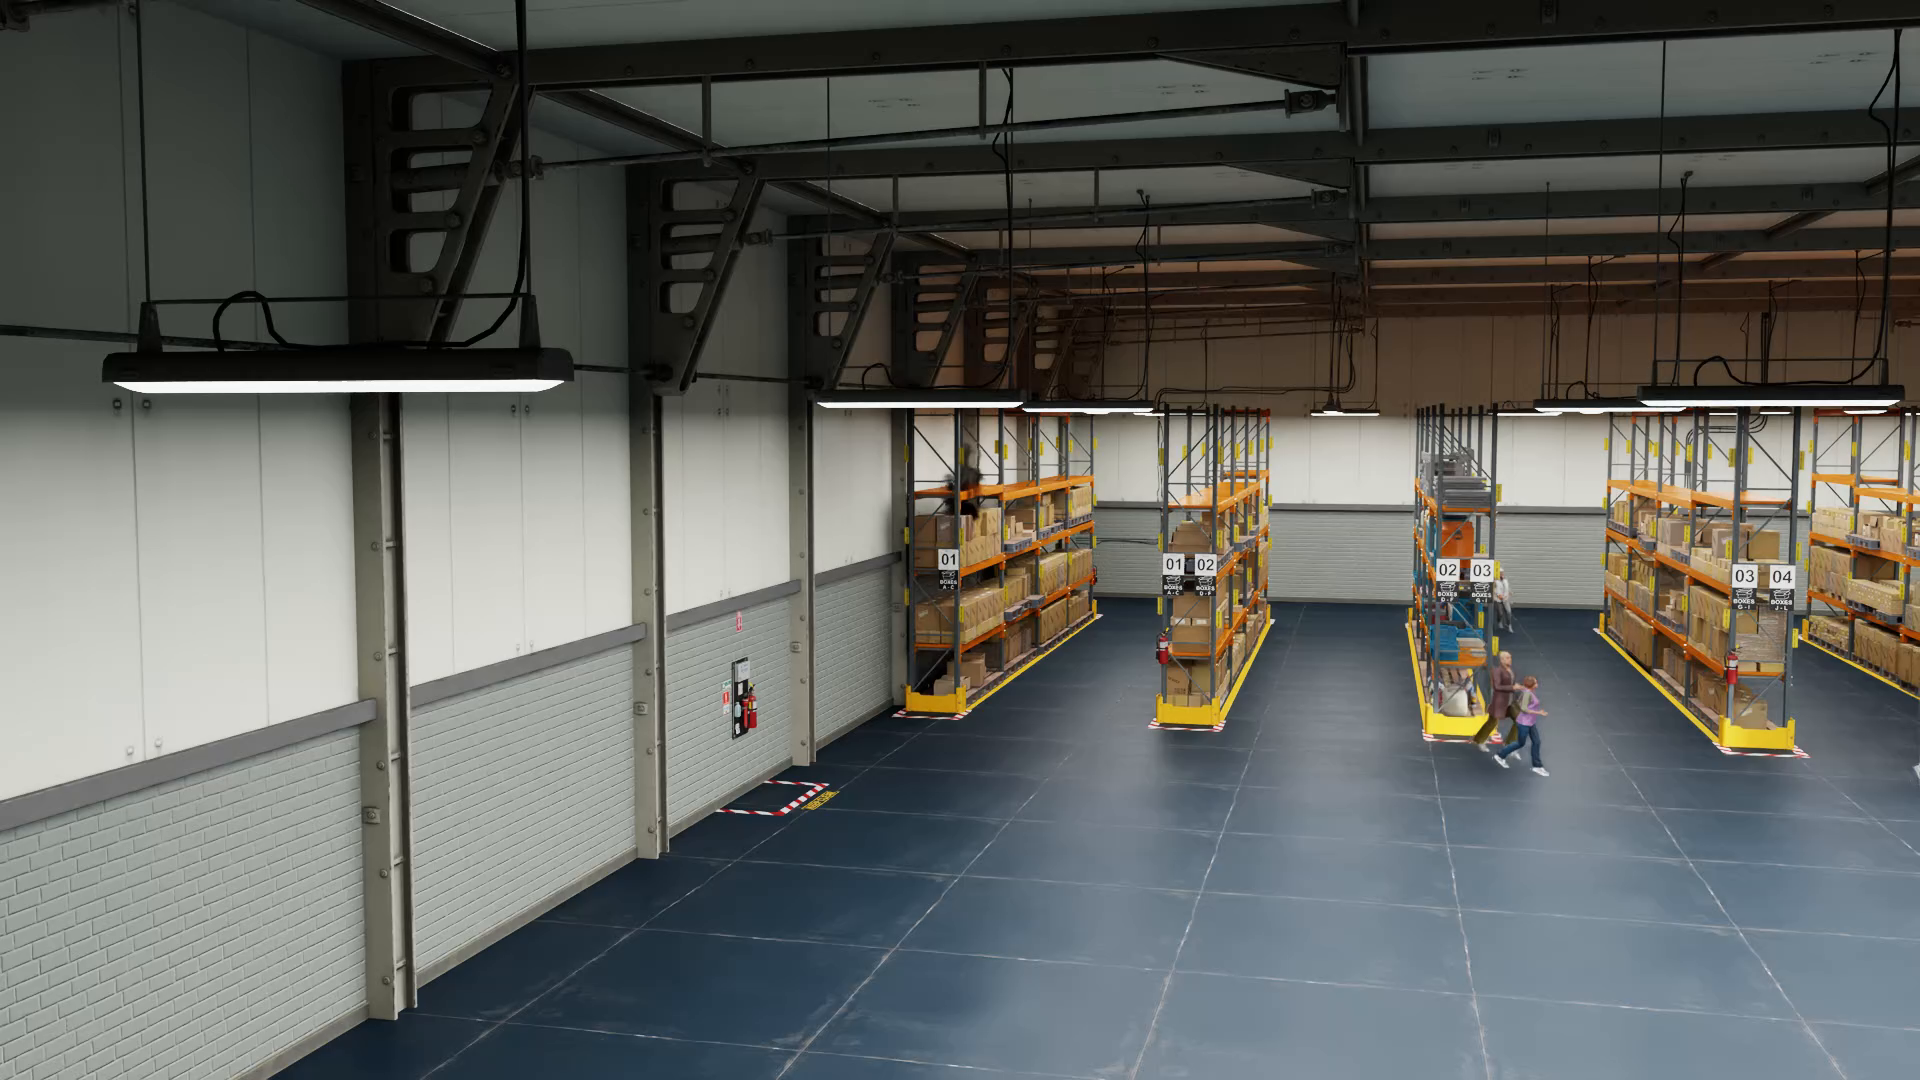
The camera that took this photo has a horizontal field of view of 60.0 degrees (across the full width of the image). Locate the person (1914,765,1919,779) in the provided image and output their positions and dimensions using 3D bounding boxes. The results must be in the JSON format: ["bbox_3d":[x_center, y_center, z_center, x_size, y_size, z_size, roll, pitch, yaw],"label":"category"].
[{"bbox_3d":[15.143,3.040,25.429,0.929,1.687,0.639,4,6,44],"label":"person"}]

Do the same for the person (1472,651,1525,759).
[{"bbox_3d":[9.196,2.787,28.212,0.729,1.829,0.976,-3,5,-35],"label":"person"}]

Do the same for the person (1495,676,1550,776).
[{"bbox_3d":[9.080,2.972,26.814,0.855,1.605,0.516,3,5,34],"label":"person"}]

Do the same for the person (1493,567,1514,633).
[{"bbox_3d":[14.525,1.545,44.881,0.691,1.662,0.729,-1,4,-9],"label":"person"}]
